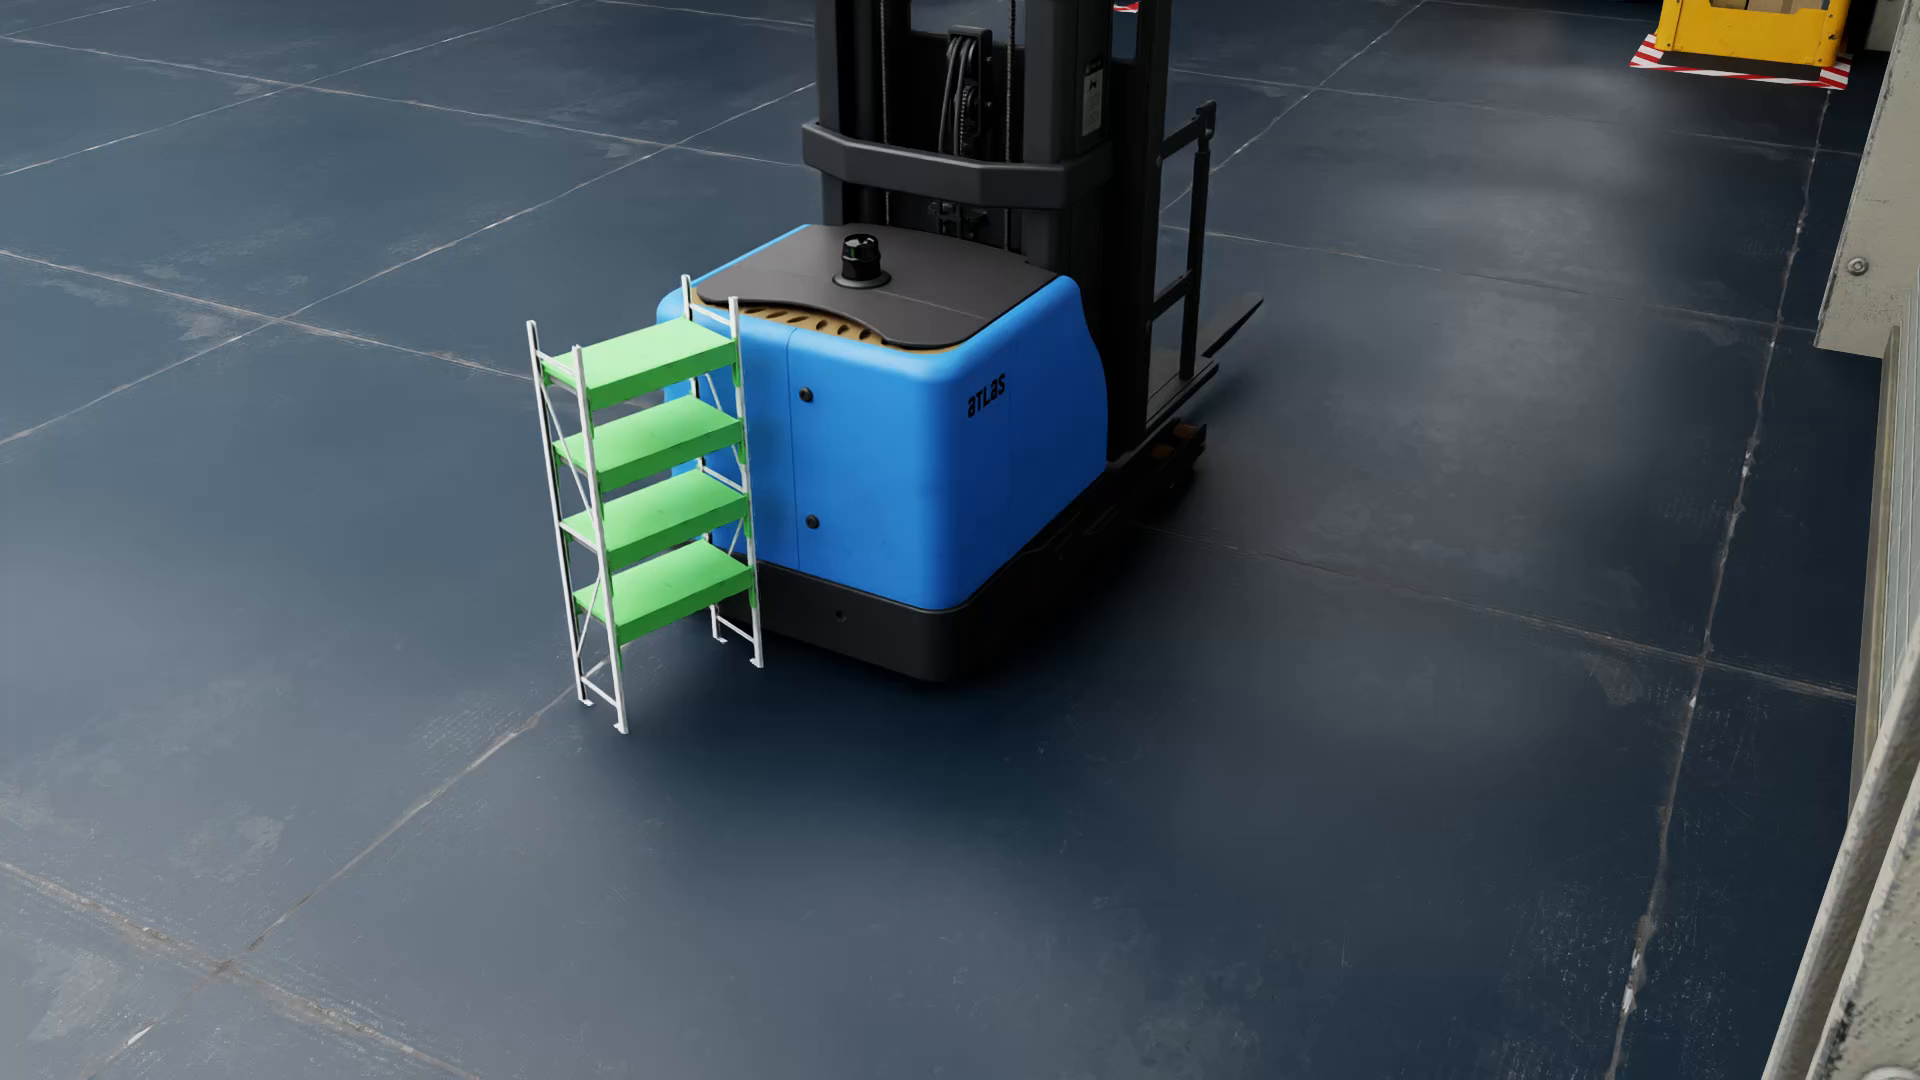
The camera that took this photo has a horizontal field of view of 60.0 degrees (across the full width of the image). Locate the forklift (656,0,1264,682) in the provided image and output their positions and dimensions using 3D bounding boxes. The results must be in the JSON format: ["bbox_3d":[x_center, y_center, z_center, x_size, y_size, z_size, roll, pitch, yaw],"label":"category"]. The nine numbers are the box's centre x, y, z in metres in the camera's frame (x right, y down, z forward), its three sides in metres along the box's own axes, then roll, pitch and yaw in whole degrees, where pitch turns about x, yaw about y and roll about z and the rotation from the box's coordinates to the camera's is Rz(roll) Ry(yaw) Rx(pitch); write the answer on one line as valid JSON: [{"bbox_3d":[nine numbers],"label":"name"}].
[{"bbox_3d":[0.264,-1.557,5.518,1.130,2.935,3.031,16,33,25],"label":"forklift"}]

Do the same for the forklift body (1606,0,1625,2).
[{"bbox_3d":[4.780,-5.633,13.400,2.313,2.155,1.214,14,33,23],"label":"forklift body"}]

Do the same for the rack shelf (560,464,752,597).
[{"bbox_3d":[-0.864,-0.035,4.734,0.480,0.148,0.258,-25,38,-37],"label":"rack shelf"}]

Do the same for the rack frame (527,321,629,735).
[{"bbox_3d":[-1.041,-0.007,4.557,0.015,1.200,0.240,-25,38,-37],"label":"rack frame"}]

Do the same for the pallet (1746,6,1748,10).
[{"bbox_3d":[5.852,-3.886,12.305,1.003,0.211,1.213,14,33,23],"label":"pallet"}]

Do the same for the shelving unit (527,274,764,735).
[{"bbox_3d":[-0.864,-0.090,4.702,0.503,1.200,0.258,-25,38,-37],"label":"shelving unit"}]

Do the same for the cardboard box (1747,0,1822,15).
[{"bbox_3d":[5.939,-3.910,11.886,0.500,0.250,0.500,14,33,23],"label":"cardboard box"}]

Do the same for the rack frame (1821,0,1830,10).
[{"bbox_3d":[5.541,-4.747,11.004,1.000,3.000,0.127,14,33,23],"label":"rack frame"}]

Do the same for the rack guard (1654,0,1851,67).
[{"bbox_3d":[5.530,-3.652,11.608,1.175,0.500,0.348,14,33,23],"label":"rack guard"}]

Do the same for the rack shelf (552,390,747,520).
[{"bbox_3d":[-0.864,-0.243,4.614,0.480,0.148,0.258,-25,38,-37],"label":"rack shelf"}]

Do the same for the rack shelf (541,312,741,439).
[{"bbox_3d":[-0.864,-0.451,4.495,0.480,0.148,0.258,-25,38,-37],"label":"rack shelf"}]

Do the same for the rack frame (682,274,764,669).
[{"bbox_3d":[-0.686,-0.173,4.847,0.015,1.200,0.240,-25,38,-37],"label":"rack frame"}]

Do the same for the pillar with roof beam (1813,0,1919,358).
[{"bbox_3d":[0.095,-5.769,6.760,9.100,9.000,0.400,14,33,23],"label":"pillar with roof beam"}]

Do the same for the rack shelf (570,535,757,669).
[{"bbox_3d":[-0.864,0.173,4.853,0.480,0.148,0.258,-25,38,-37],"label":"rack shelf"}]

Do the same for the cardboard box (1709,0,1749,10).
[{"bbox_3d":[5.473,-4.016,12.072,0.500,0.250,0.500,15,33,24],"label":"cardboard box"}]
